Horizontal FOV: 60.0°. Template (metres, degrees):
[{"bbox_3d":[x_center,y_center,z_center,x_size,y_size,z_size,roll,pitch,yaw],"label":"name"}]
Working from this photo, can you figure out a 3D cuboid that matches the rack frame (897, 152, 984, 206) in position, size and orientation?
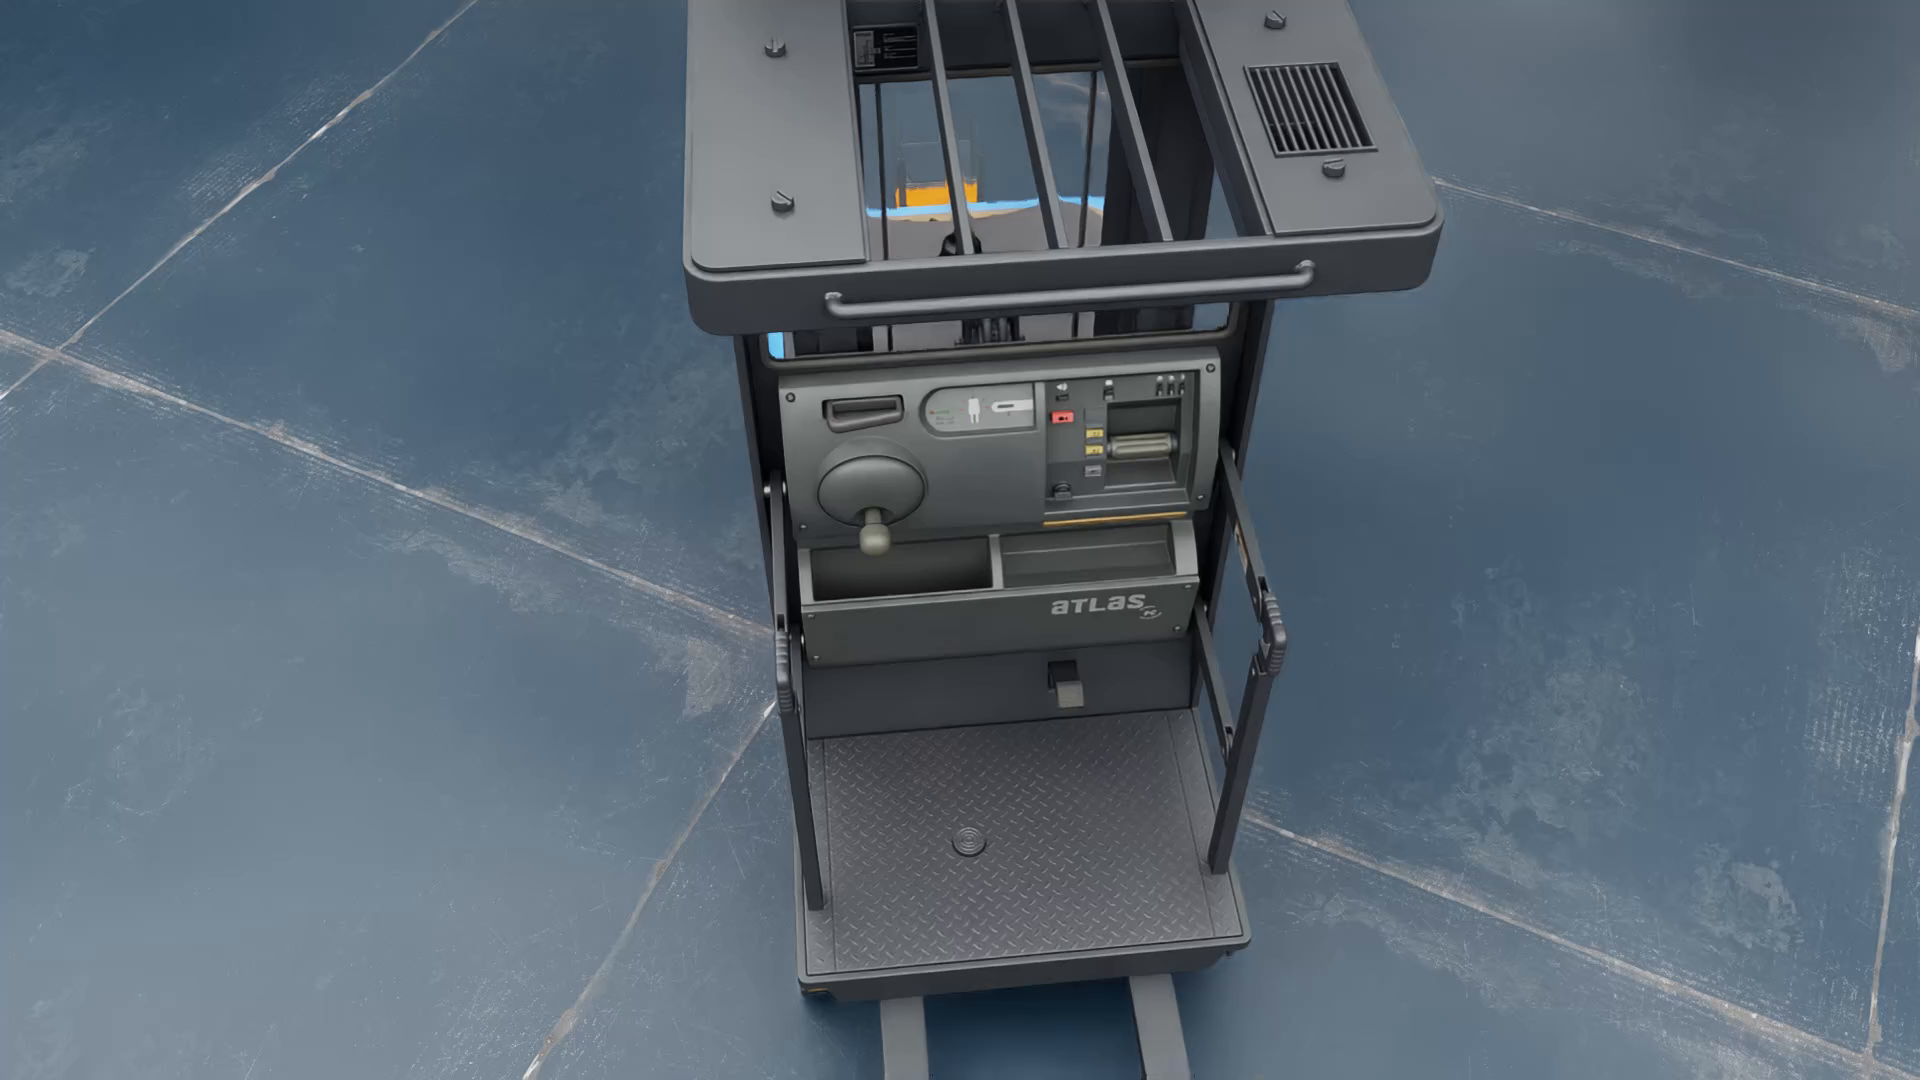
[{"bbox_3d":[-0.052,-0.671,5.033,0.240,1.200,0.006,-4,50,-4],"label":"rack frame"}]

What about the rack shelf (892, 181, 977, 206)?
[{"bbox_3d":[-0.061,-0.945,4.852,0.258,0.103,0.180,-4,50,-4],"label":"rack shelf"}]

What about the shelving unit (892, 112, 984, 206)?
[{"bbox_3d":[-0.061,-0.740,5.092,0.258,1.200,0.189,-4,50,-4],"label":"shelving unit"}]

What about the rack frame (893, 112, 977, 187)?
[{"bbox_3d":[-0.070,-0.810,5.151,0.240,1.200,0.006,-4,50,-4],"label":"rack frame"}]

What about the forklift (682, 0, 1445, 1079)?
[{"bbox_3d":[0.113,-0.080,3.394,1.130,2.935,3.031,-4,50,-4],"label":"forklift"}]
